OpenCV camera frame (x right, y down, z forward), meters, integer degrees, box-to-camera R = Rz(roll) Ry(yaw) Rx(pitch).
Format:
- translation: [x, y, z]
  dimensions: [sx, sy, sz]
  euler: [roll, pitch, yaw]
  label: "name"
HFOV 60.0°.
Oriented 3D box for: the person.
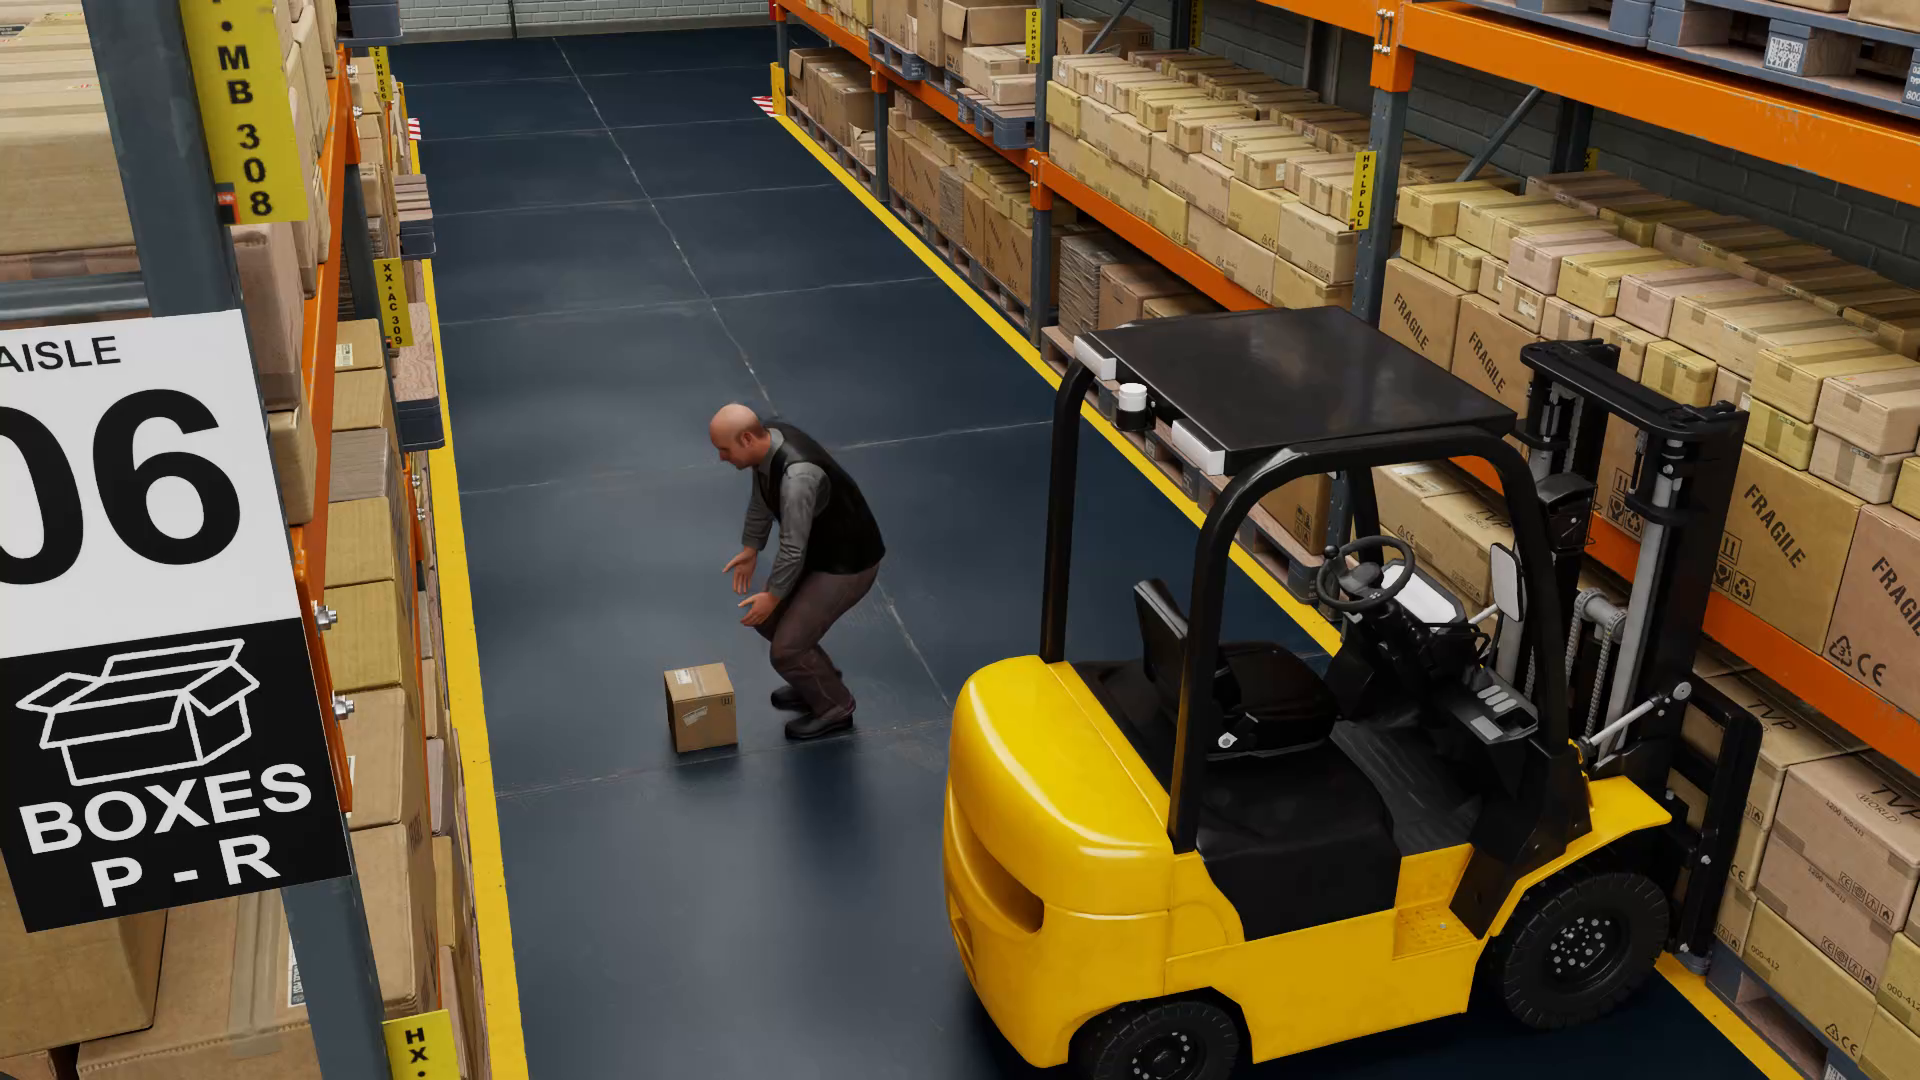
- translation: [-0.640, 0.108, 6.726]
  dimensions: [0.670, 1.461, 0.590]
  euler: [-8, 27, -16]
  label: "person"
